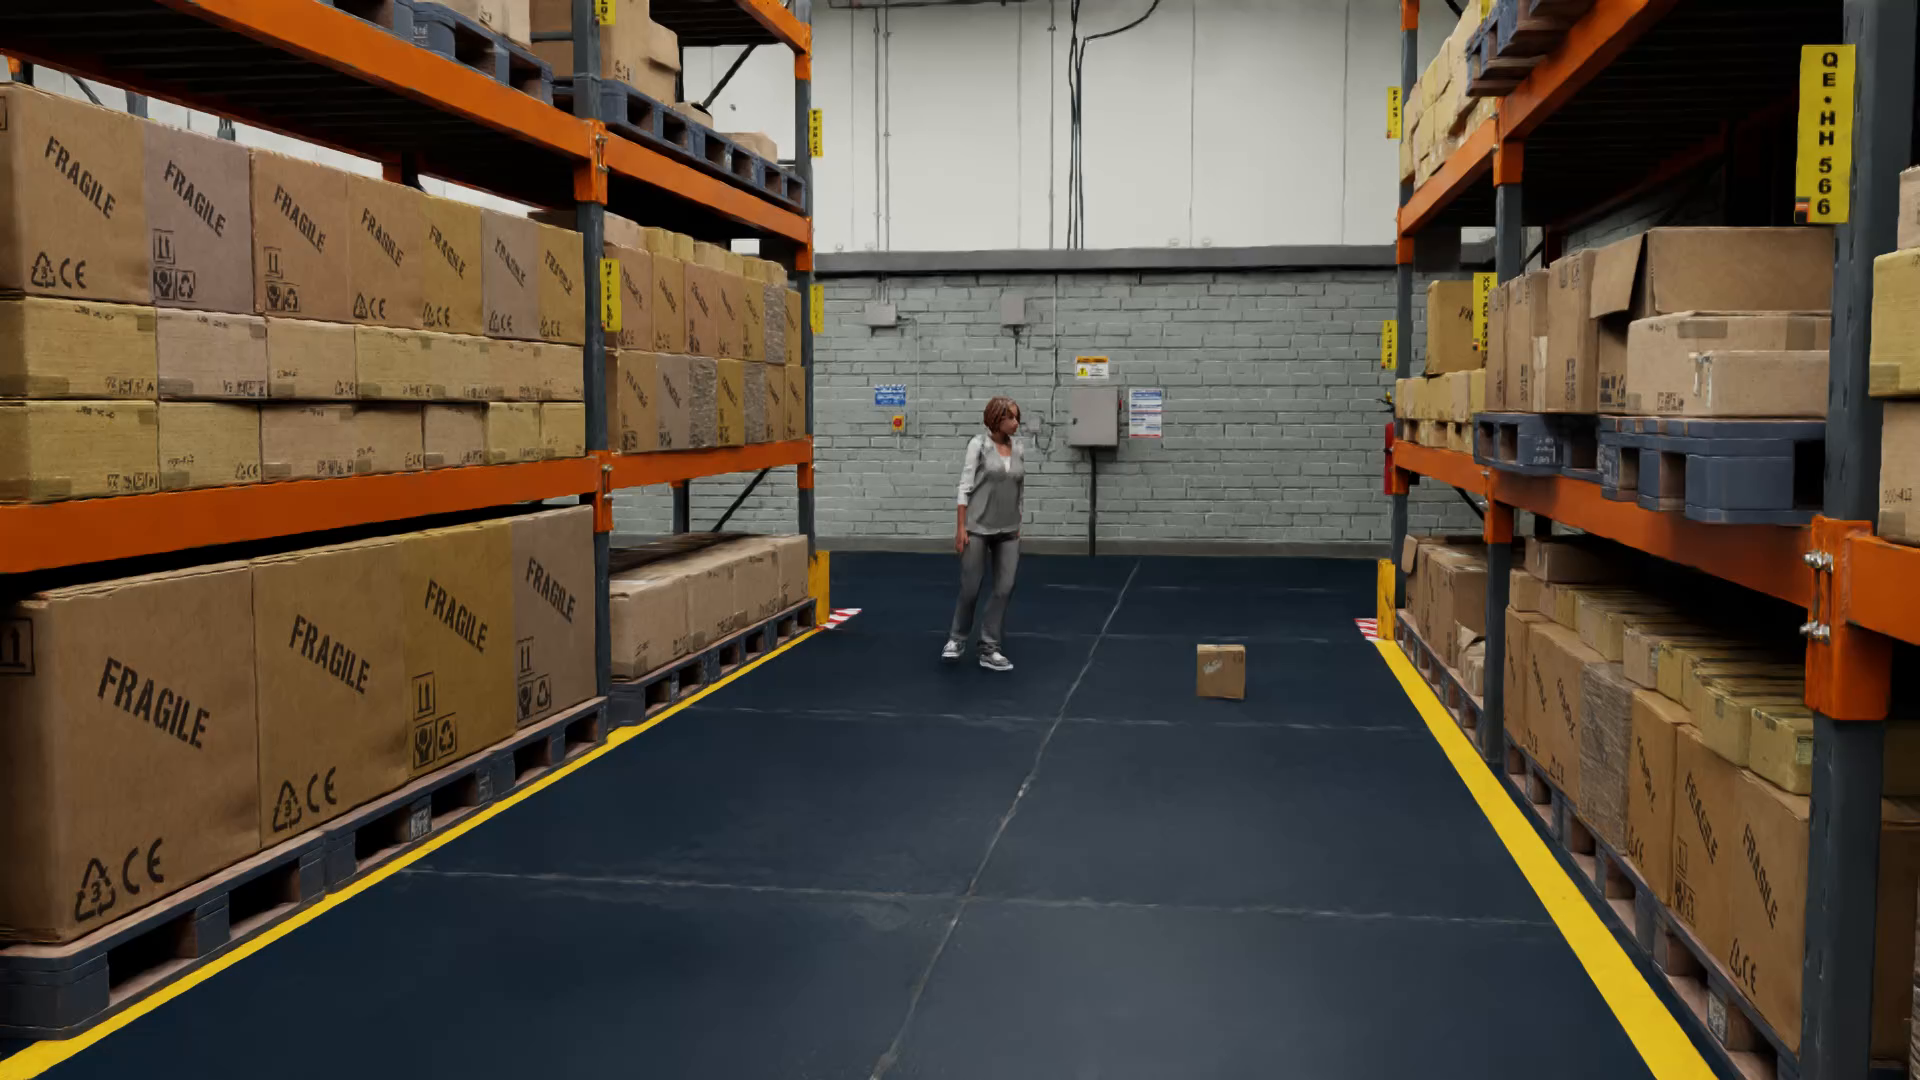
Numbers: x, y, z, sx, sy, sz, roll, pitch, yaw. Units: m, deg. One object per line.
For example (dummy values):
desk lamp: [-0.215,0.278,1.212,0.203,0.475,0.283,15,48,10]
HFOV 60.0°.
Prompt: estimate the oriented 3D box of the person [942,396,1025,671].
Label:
person: [0.141,-0.046,9.704,0.470,1.587,0.499,-2,5,-26]
